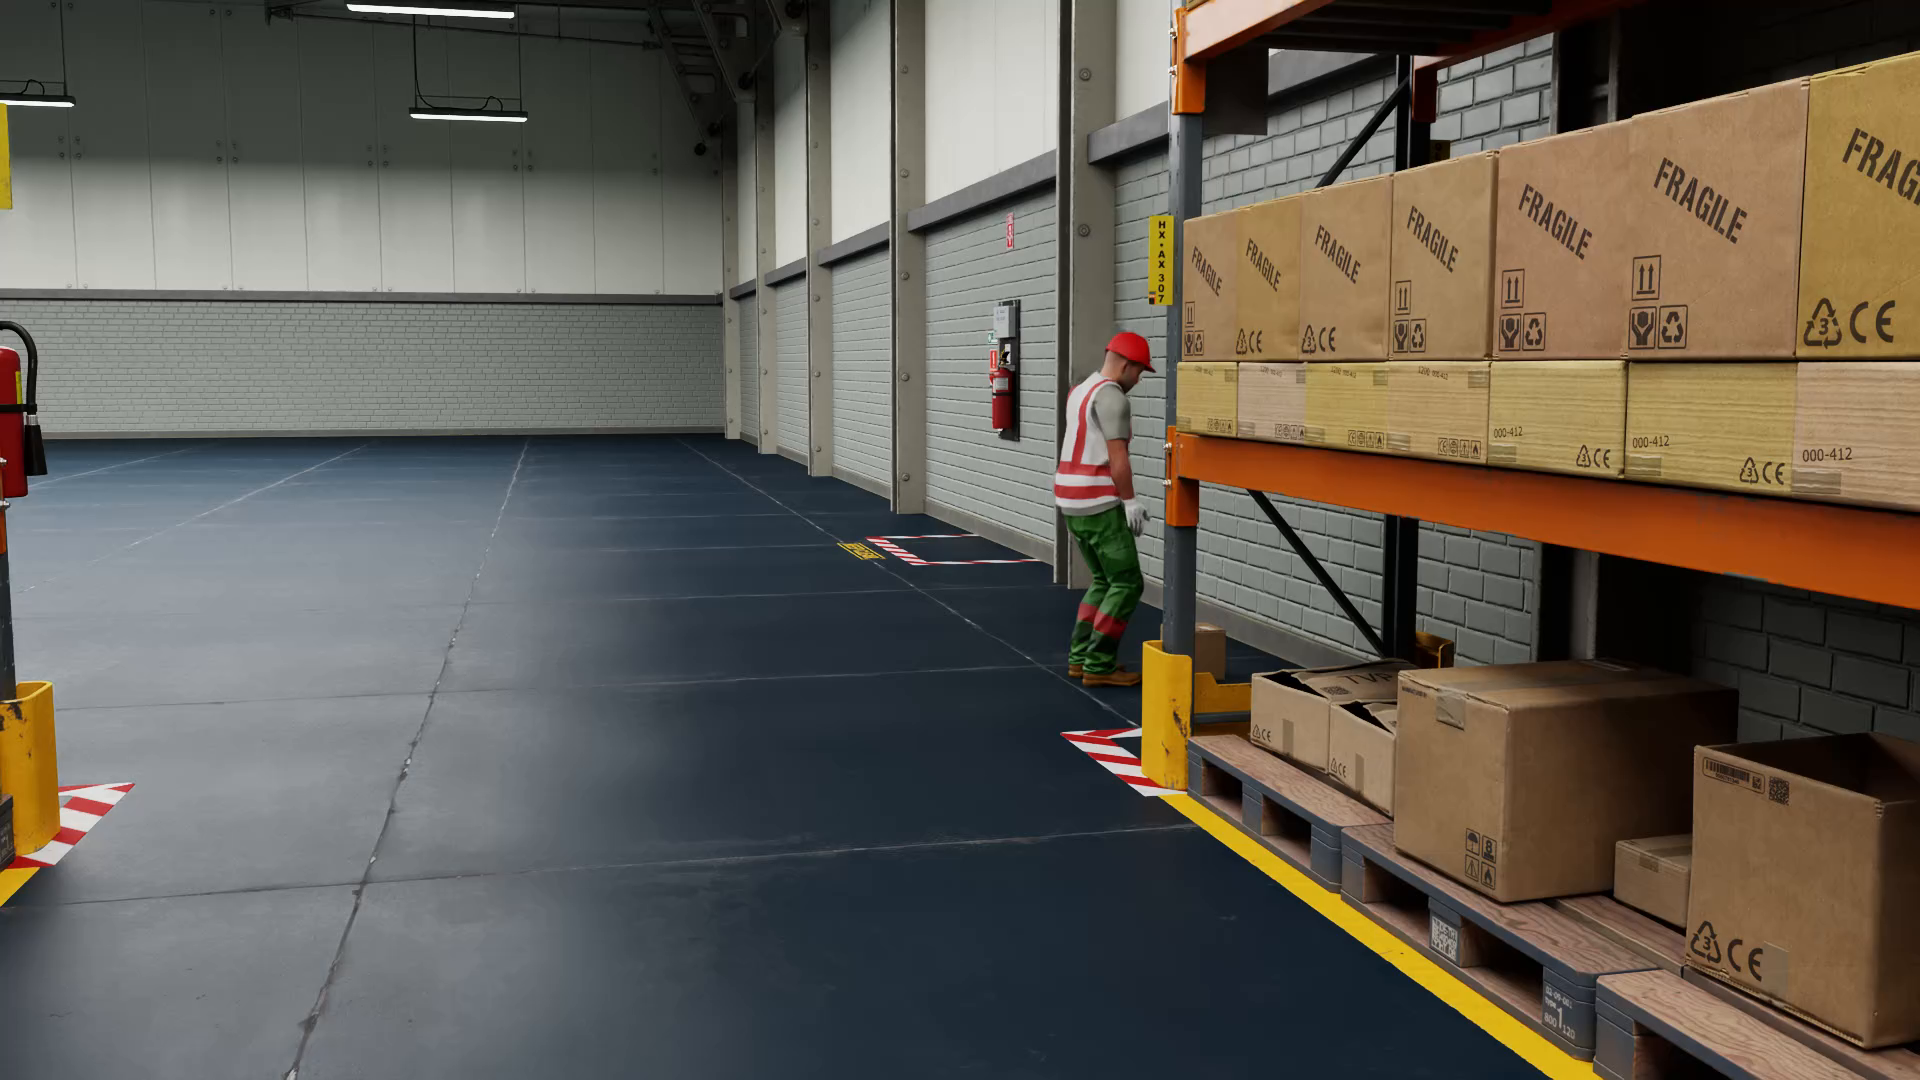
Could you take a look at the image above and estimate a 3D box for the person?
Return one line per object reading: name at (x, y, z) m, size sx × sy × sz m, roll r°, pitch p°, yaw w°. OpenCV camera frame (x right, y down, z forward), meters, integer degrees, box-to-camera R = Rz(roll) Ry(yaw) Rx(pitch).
person at (0.717, -0.158, 8.155) m, size 0.496 × 1.712 × 0.551 m, roll -1°, pitch 6°, yaw -12°
